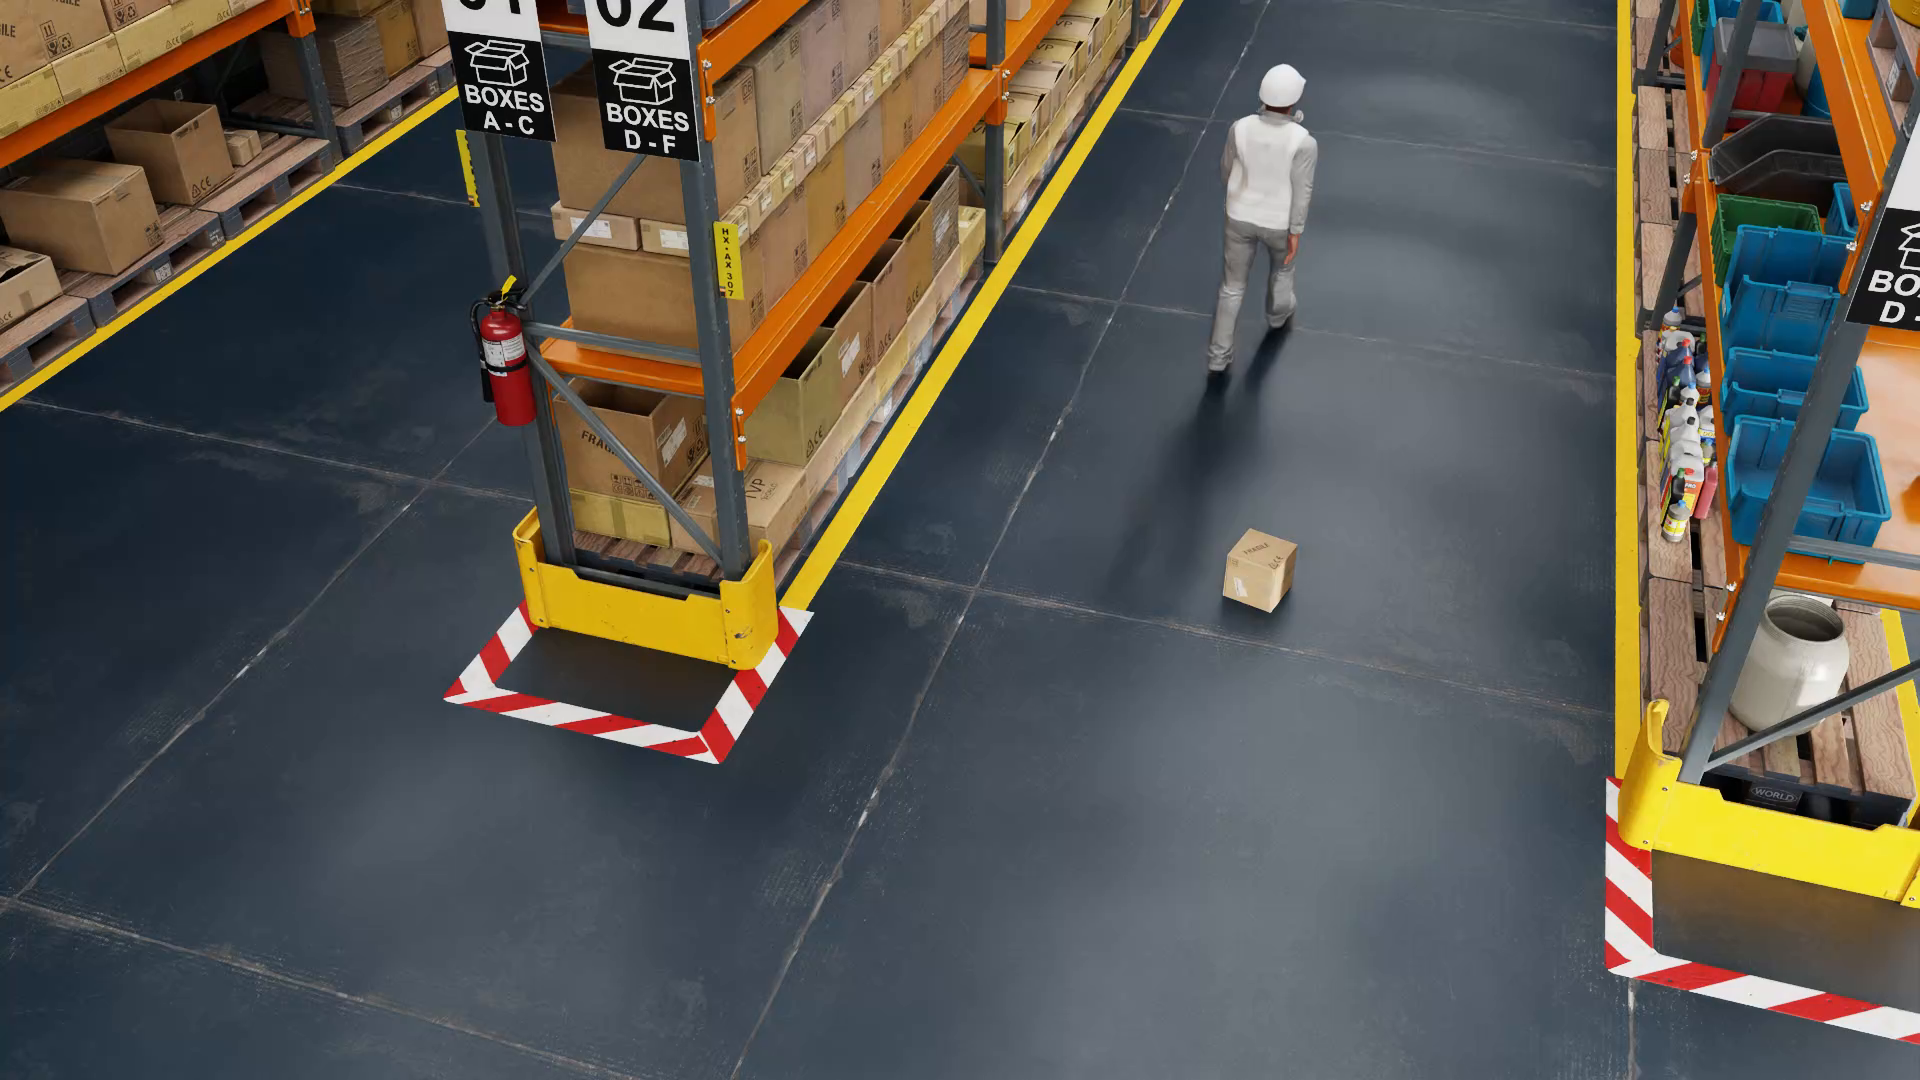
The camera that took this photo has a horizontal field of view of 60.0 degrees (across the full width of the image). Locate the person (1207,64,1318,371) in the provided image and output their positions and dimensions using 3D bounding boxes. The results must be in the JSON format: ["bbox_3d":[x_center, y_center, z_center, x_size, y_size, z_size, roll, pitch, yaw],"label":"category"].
[{"bbox_3d":[1.707,-1.855,9.350,0.549,1.726,1.048,13,39,17],"label":"person"}]
